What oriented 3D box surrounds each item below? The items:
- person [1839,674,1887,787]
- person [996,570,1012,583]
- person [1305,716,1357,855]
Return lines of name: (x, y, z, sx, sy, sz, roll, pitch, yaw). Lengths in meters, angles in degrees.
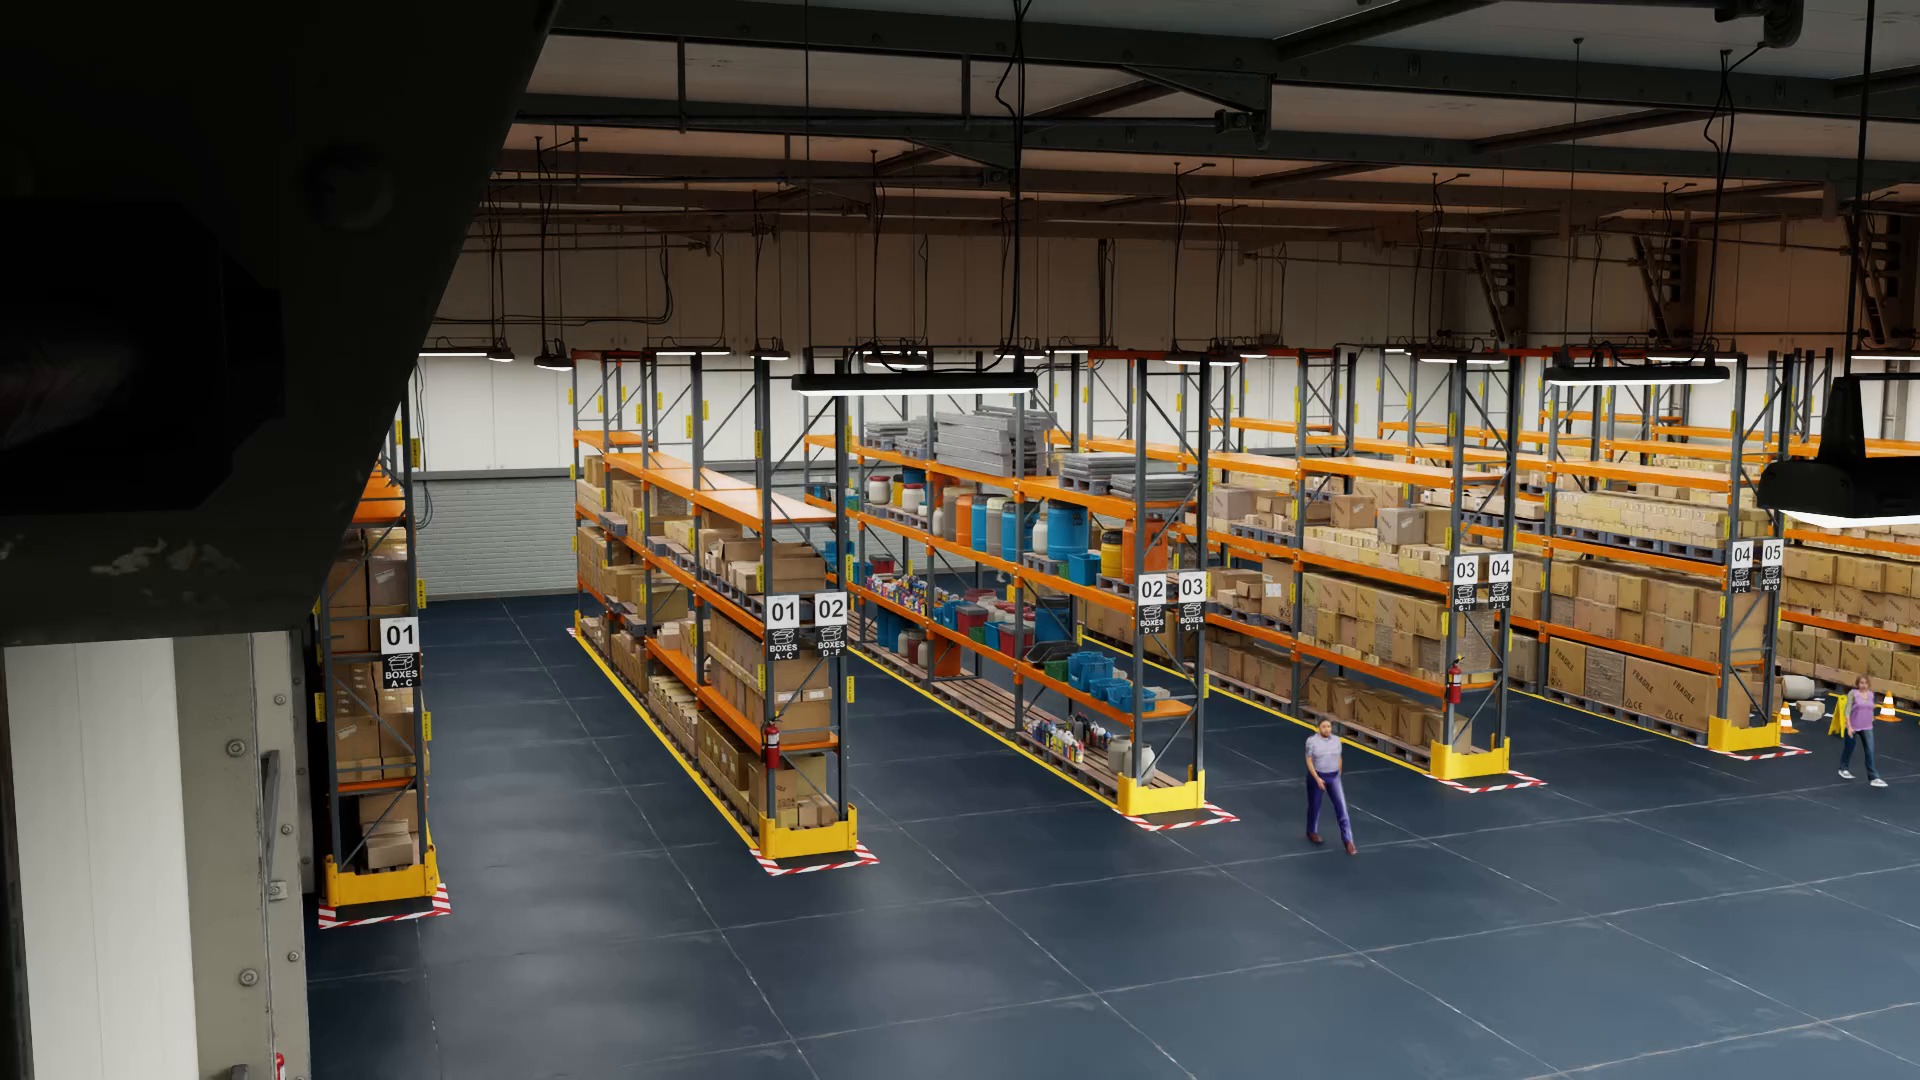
person: (12.643, 2.656, 23.315, 0.448, 1.548, 0.952, 1, 7, 8)
person: (1.273, 0.303, 41.521, 1.107, 1.717, 0.527, 7, 10, 43)
person: (4.559, 2.983, 20.526, 0.600, 1.630, 0.769, 0, 7, 1)
